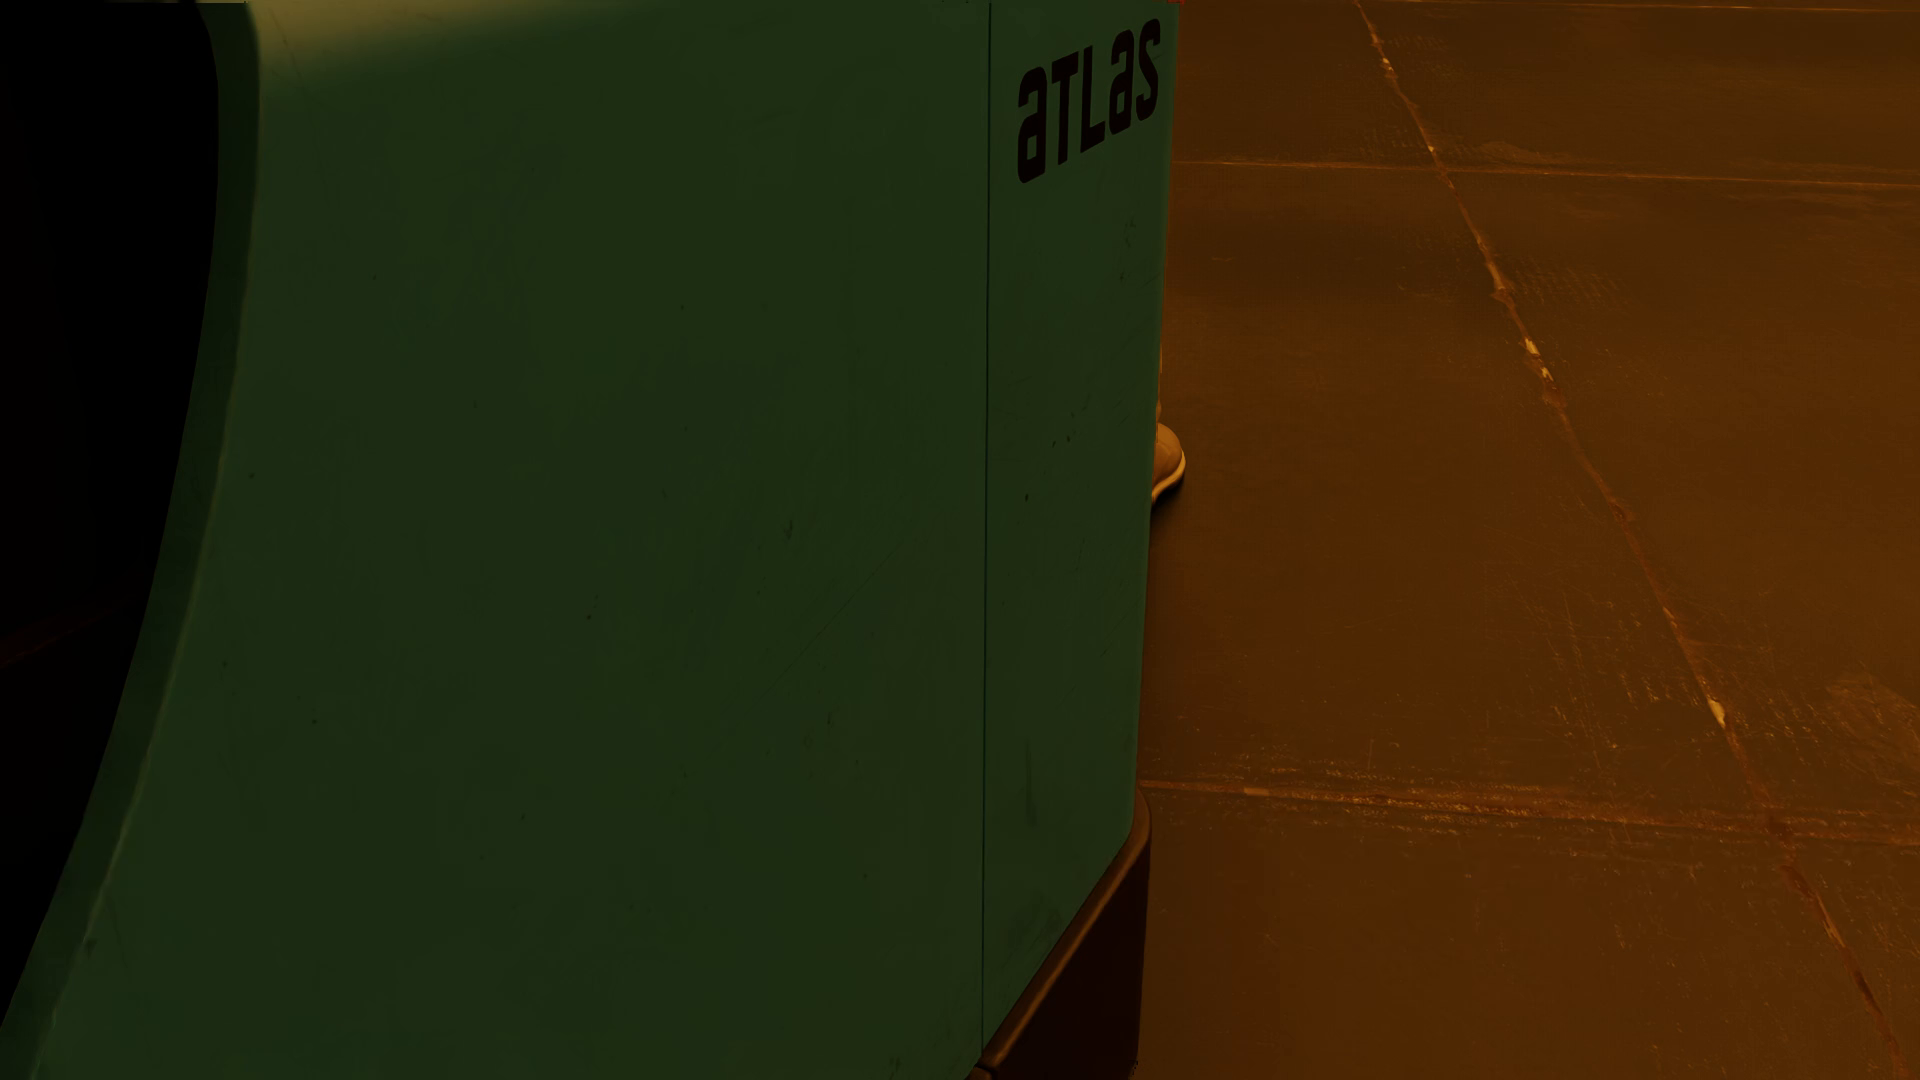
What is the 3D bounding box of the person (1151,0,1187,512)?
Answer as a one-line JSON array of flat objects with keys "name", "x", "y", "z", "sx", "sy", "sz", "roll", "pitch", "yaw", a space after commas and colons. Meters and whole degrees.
[{"name": "person", "x": 0.022, "y": -0.837, "z": 2.167, "sx": 0.640, "sy": 1.780, "sz": 0.575, "roll": 3, "pitch": 27, "yaw": 7}]
